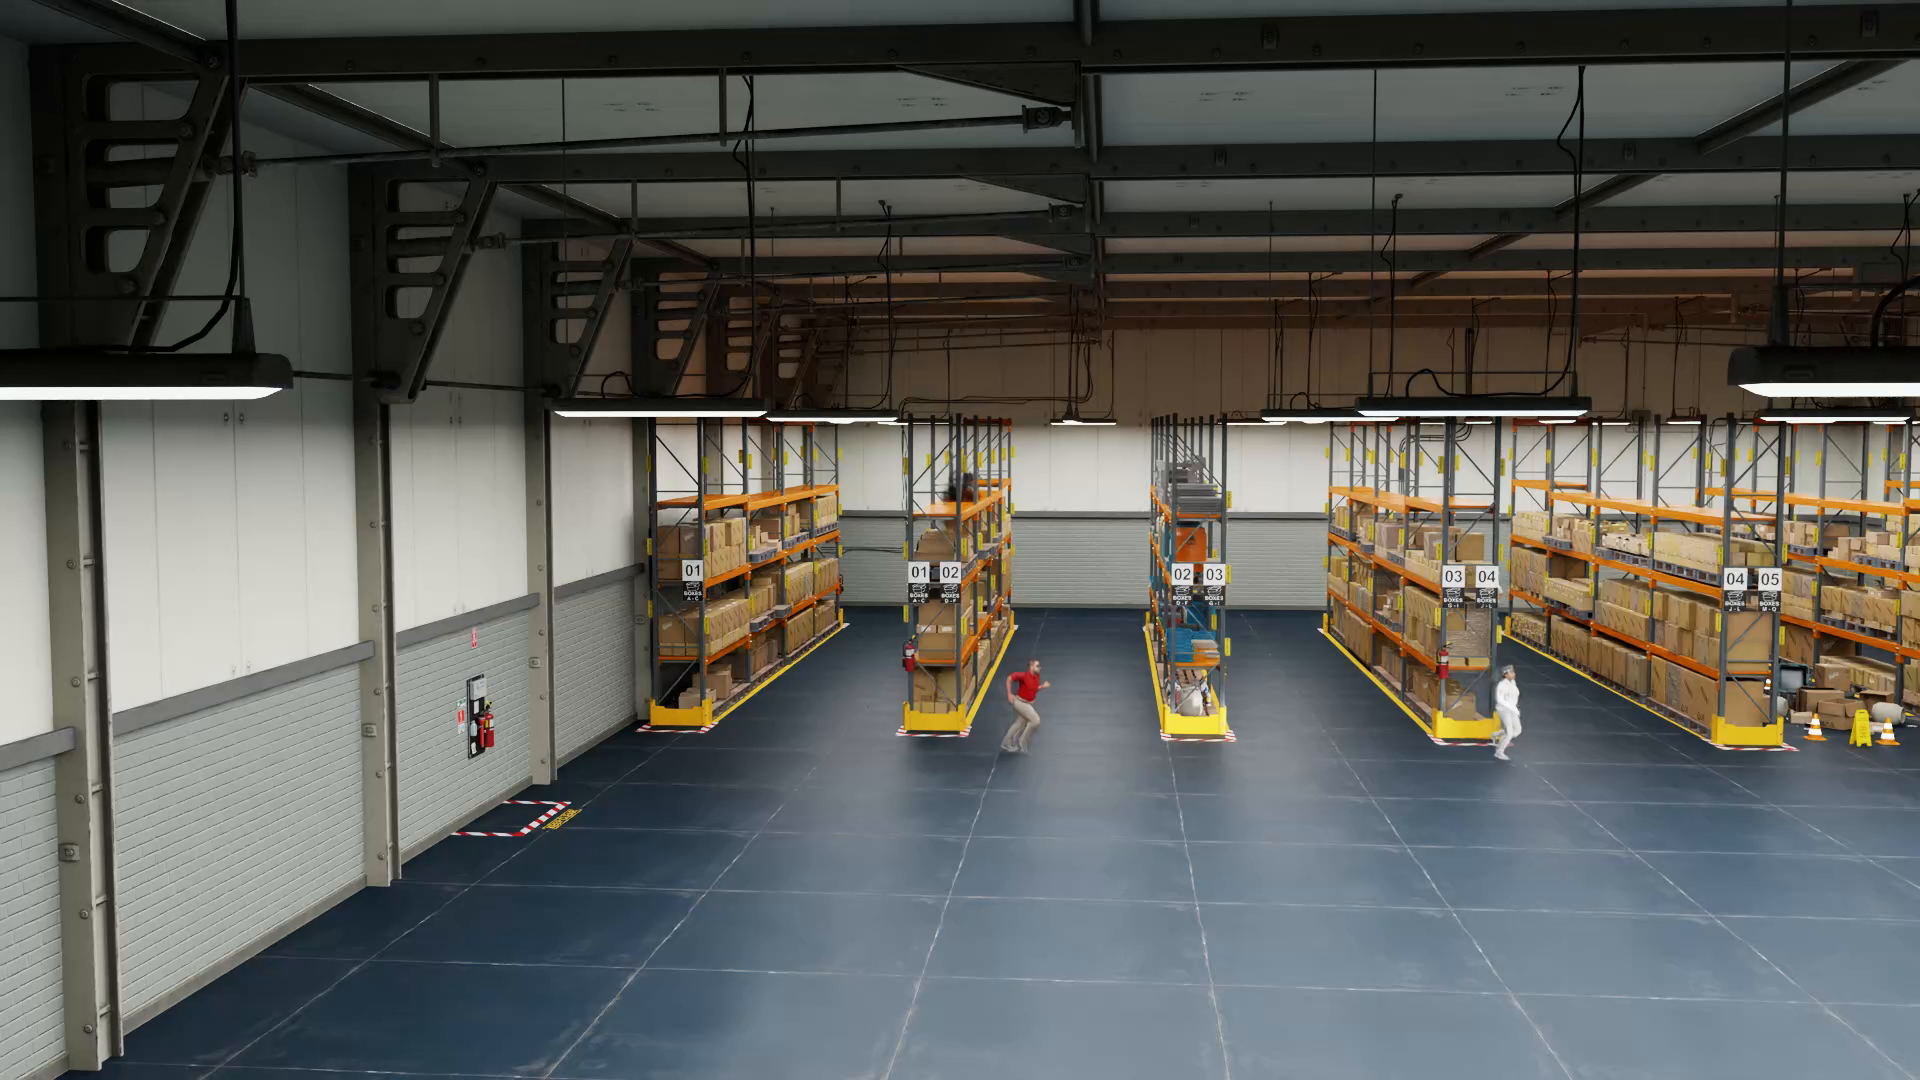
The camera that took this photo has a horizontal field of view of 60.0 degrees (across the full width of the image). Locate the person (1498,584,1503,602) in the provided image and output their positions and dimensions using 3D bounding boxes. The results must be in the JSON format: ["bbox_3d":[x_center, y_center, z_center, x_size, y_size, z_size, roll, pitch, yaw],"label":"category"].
[{"bbox_3d":[15.133,1.750,47.369,0.691,1.589,0.770,-1,4,-15],"label":"person"}]

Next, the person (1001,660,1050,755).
[{"bbox_3d":[1.141,2.921,29.124,0.901,1.677,0.645,2,4,24],"label":"person"}]

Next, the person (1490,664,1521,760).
[{"bbox_3d":[9.481,2.968,28.820,0.644,1.665,0.613,-4,5,-43],"label":"person"}]
